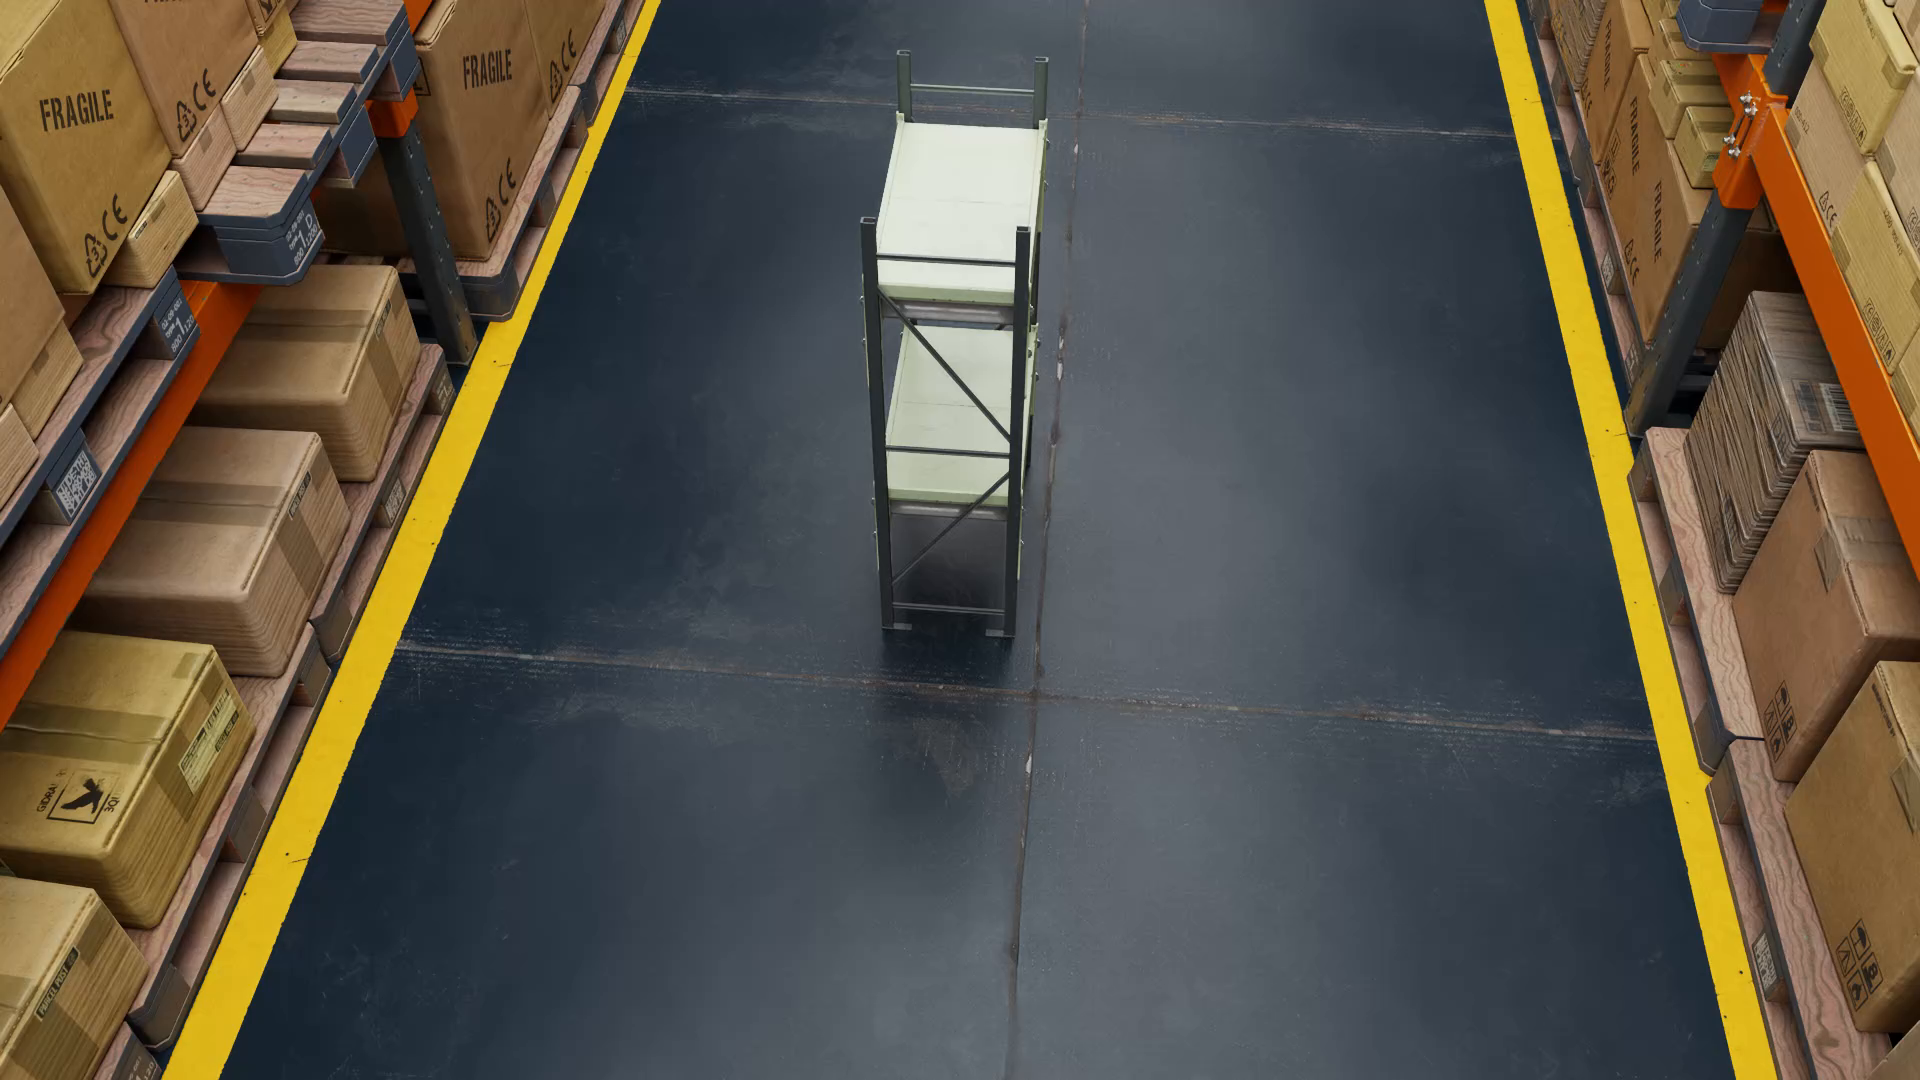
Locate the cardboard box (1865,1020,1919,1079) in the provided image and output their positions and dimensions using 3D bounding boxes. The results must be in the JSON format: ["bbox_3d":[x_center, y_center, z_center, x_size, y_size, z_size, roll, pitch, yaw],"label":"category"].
[{"bbox_3d":[2.489,1.285,3.367,0.875,0.625,0.625,3,48,3],"label":"cardboard box"}]

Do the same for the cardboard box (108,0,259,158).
[{"bbox_3d":[-2.005,-1.234,3.792,0.500,0.500,0.500,3,48,3],"label":"cardboard box"}]

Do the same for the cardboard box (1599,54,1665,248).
[{"bbox_3d":[2.619,-1.351,5.862,0.500,0.500,0.500,3,48,3],"label":"cardboard box"}]

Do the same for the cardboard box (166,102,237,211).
[{"bbox_3d":[-1.962,-0.917,3.942,0.380,0.149,0.250,2,48,2],"label":"cardboard box"}]

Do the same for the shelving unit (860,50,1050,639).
[{"bbox_3d":[-0.001,-0.501,4.692,0.431,1.500,0.755,4,48,4],"label":"shelving unit"}]

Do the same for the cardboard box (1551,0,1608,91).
[{"bbox_3d":[2.693,-2.118,6.564,0.500,0.500,0.500,2,48,2],"label":"cardboard box"}]

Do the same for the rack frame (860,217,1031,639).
[{"bbox_3d":[-0.034,-0.232,4.446,0.400,1.500,0.023,4,48,4],"label":"rack frame"}]

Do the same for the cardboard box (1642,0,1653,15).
[{"bbox_3d":[2.685,-2.025,6.039,0.380,0.149,0.250,3,48,3],"label":"cardboard box"}]

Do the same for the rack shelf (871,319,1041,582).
[{"bbox_3d":[-0.001,-0.281,4.933,0.431,0.370,0.720,4,48,4],"label":"rack shelf"}]

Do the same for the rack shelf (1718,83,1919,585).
[{"bbox_3d":[2.557,0.352,3.383,1.077,0.370,4.000,4,48,4],"label":"rack shelf"}]

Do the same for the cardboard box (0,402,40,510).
[{"bbox_3d":[-2.058,-0.150,3.240,0.380,0.149,0.250,6,48,5],"label":"cardboard box"}]

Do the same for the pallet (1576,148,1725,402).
[{"bbox_3d":[2.845,-0.965,5.990,1.003,0.211,1.213,4,48,4],"label":"pallet"}]

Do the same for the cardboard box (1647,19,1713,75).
[{"bbox_3d":[2.594,-1.651,5.697,0.380,0.149,0.250,2,48,2],"label":"cardboard box"}]

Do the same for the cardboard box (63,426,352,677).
[{"bbox_3d":[-2.325,0.011,4.703,0.950,0.372,0.625,3,48,3],"label":"cardboard box"}]

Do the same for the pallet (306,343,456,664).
[{"bbox_3d":[-2.277,-0.176,5.268,1.003,0.211,1.213,4,48,4],"label":"pallet"}]

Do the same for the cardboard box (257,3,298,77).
[{"bbox_3d":[-1.952,-1.290,4.283,0.380,0.149,0.250,5,48,4],"label":"cardboard box"}]

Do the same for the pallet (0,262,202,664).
[{"bbox_3d":[-2.344,-0.169,3.502,1.003,0.211,1.213,4,48,4],"label":"pallet"}]

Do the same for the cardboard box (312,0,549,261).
[{"bbox_3d":[-2.059,-1.618,5.852,0.875,0.875,0.875,3,48,3],"label":"cardboard box"}]

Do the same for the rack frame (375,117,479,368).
[{"bbox_3d":[-2.205,-1.691,4.764,1.000,3.000,0.127,4,48,4],"label":"rack frame"}]

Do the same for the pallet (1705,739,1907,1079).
[{"bbox_3d":[2.511,1.077,4.122,1.003,0.211,1.213,4,48,4],"label":"pallet"}]

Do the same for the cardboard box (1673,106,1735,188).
[{"bbox_3d":[2.532,-1.257,5.337,0.380,0.149,0.250,2,48,2],"label":"cardboard box"}]

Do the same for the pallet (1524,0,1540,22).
[{"bbox_3d":[3.067,-2.758,7.630,1.003,0.211,1.213,4,48,4],"label":"pallet"}]

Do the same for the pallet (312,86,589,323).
[{"bbox_3d":[-2.058,-1.325,6.318,1.003,0.211,1.213,4,48,4],"label":"pallet"}]

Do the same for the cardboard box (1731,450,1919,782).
[{"bbox_3d":[2.617,0.237,4.325,0.875,0.625,0.625,5,48,5],"label":"cardboard box"}]

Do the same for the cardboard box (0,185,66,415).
[{"bbox_3d":[-2.101,-0.462,3.086,0.500,0.500,0.500,2,48,2],"label":"cardboard box"}]

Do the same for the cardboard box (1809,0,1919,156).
[{"bbox_3d":[2.430,-1.171,4.051,0.500,0.250,0.500,4,48,3],"label":"cardboard box"}]

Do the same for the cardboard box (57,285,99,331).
[{"bbox_3d":[-2.121,-0.538,3.595,0.380,0.149,0.250,4,48,4],"label":"cardboard box"}]

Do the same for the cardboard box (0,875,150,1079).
[{"bbox_3d":[-2.462,1.079,3.727,0.950,0.372,0.625,7,48,6],"label":"cardboard box"}]

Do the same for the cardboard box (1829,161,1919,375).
[{"bbox_3d":[2.404,-0.631,3.896,0.500,0.250,0.500,3,48,3],"label":"cardboard box"}]

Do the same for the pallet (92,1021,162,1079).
[{"bbox_3d":[-2.500,1.617,3.628,1.003,0.211,1.213,4,48,4],"label":"pallet"}]

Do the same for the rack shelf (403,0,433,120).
[{"bbox_3d":[-2.022,-2.918,6.374,1.077,0.370,4.000,4,48,4],"label":"rack shelf"}]

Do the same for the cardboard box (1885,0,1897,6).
[{"bbox_3d":[2.416,-1.399,3.989,0.380,0.149,0.250,5,48,5],"label":"cardboard box"}]
